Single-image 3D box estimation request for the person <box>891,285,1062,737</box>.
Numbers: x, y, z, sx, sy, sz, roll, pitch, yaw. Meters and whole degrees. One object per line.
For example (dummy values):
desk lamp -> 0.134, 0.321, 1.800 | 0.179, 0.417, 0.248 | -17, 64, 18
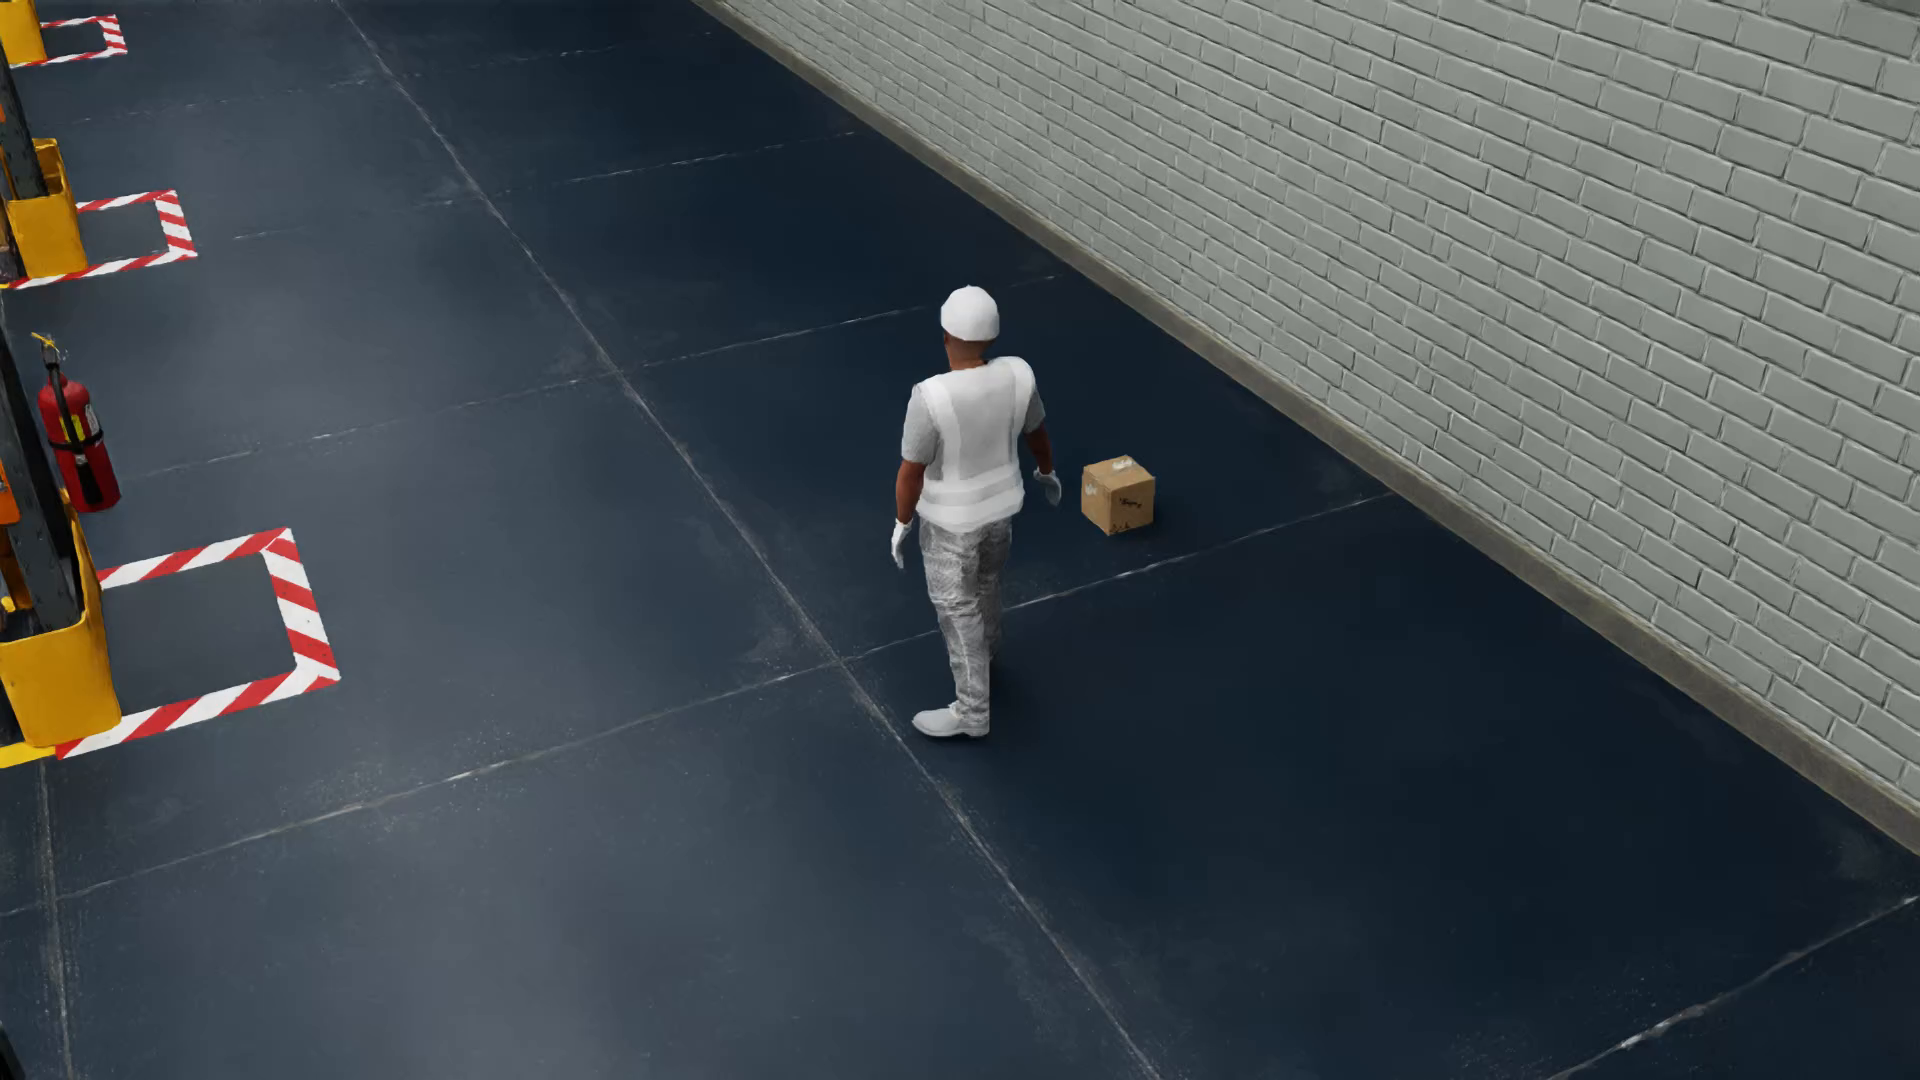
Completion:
person -> 0.058, -0.153, 6.349 | 0.765, 1.788, 0.635 | -21, 38, -30
